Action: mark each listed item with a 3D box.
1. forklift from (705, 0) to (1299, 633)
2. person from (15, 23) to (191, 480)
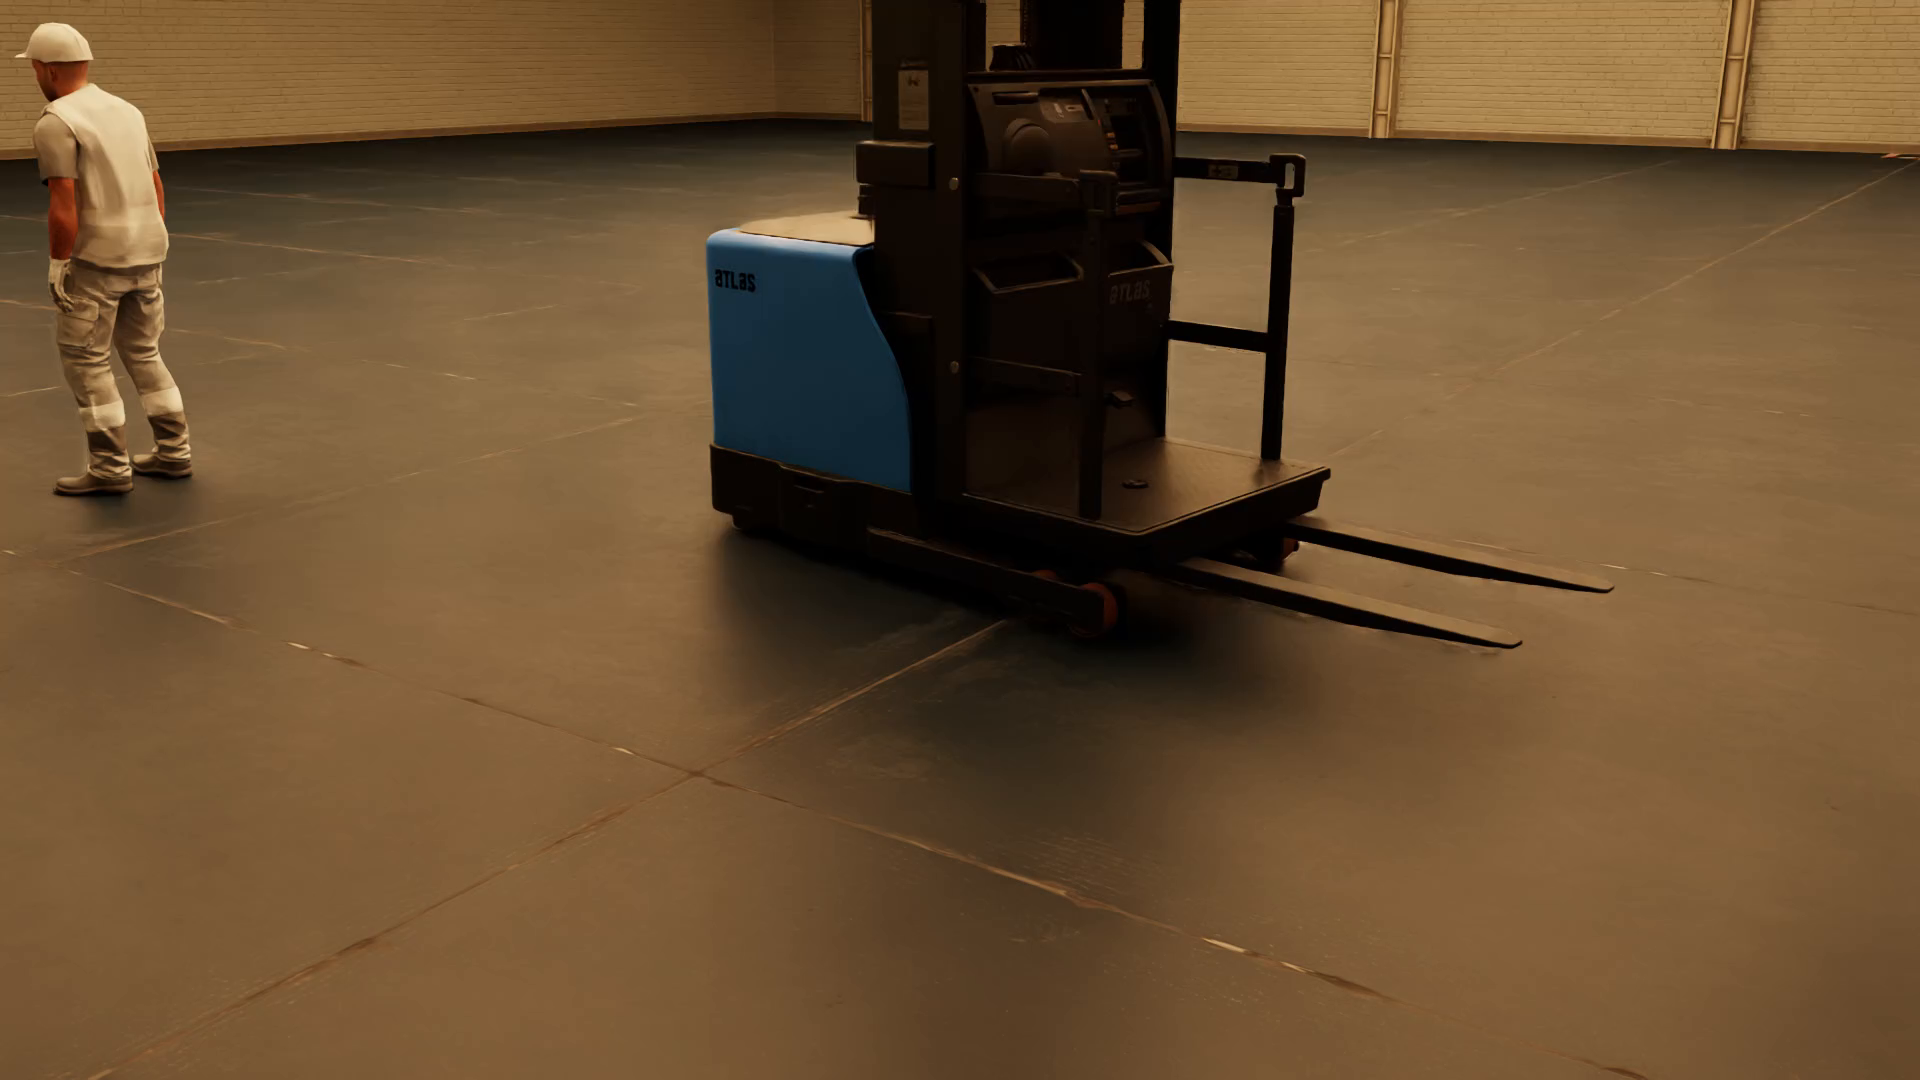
[{"bbox_3d":[0.519,-1.280,5.112,3.031,2.935,1.130,15,22,40],"label":"forklift"},{"bbox_3d":[-3.327,-1.110,6.462,0.434,1.718,0.609,4,17,14],"label":"person"}]
